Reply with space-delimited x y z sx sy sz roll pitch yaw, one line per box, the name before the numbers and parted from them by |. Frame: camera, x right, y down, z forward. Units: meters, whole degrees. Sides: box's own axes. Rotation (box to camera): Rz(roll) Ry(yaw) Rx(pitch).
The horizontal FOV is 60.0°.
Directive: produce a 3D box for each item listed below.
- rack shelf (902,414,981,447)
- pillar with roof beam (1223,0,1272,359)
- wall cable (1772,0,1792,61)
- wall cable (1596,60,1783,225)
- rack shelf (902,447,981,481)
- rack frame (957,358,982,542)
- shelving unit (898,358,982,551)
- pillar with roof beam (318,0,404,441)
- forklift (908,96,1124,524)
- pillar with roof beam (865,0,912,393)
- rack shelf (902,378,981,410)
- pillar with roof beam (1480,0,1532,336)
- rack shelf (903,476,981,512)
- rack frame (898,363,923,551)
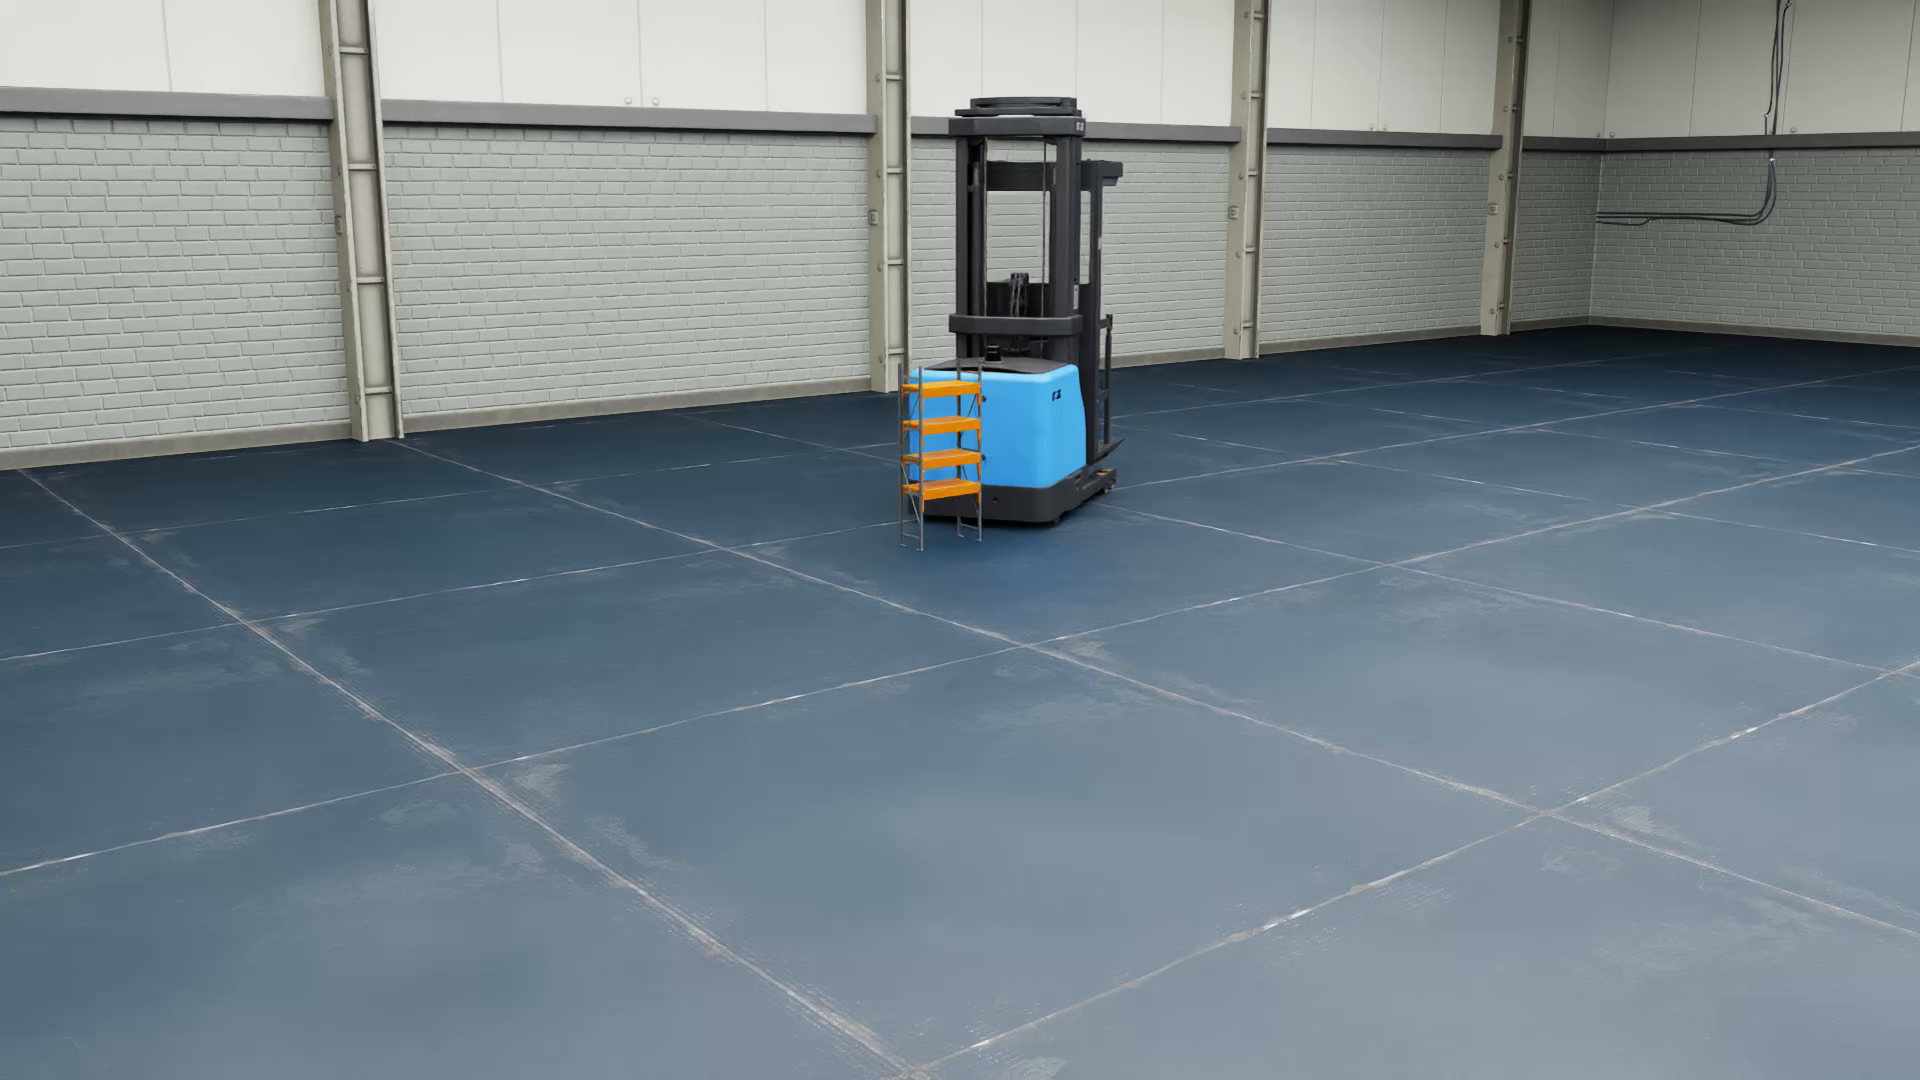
rack shelf | -0.129 -0.718 10.871 0.480 0.148 0.258 -9 15 -38
pillar with roof beam | 6.574 -6.226 18.783 0.400 9.000 9.100 -9 15 -38
wall cable | 13.386 -8.383 24.260 0.112 2.526 3.097 -9 15 -38
wall cable | 11.696 -6.351 26.851 0.112 2.526 3.097 -9 15 -38
rack shelf | -0.129 -0.500 10.917 0.480 0.148 0.258 -9 15 -38
rack frame | 0.061 -0.597 11.052 0.015 1.200 0.240 -9 15 -38
shelving unit | -0.129 -0.565 10.903 0.503 1.200 0.258 -9 15 -38
pillar with roof beam | -2.797 -4.669 11.450 0.400 9.000 9.100 -9 15 -38
forklift | 0.588 -1.810 12.597 1.130 2.935 3.031 4 13 18
pillar with roof beam | 1.888 -5.447 15.117 0.400 9.000 9.100 -9 15 -38
rack shelf | -0.129 -0.950 10.821 0.480 0.148 0.258 -9 15 -38
pillar with roof beam | 11.259 -7.004 22.450 0.400 9.000 9.100 -9 15 -38
rack shelf | -0.129 -0.305 10.958 0.480 0.148 0.258 -9 15 -38
rack frame | -0.320 -0.534 10.754 0.015 1.200 0.240 -9 15 -38
